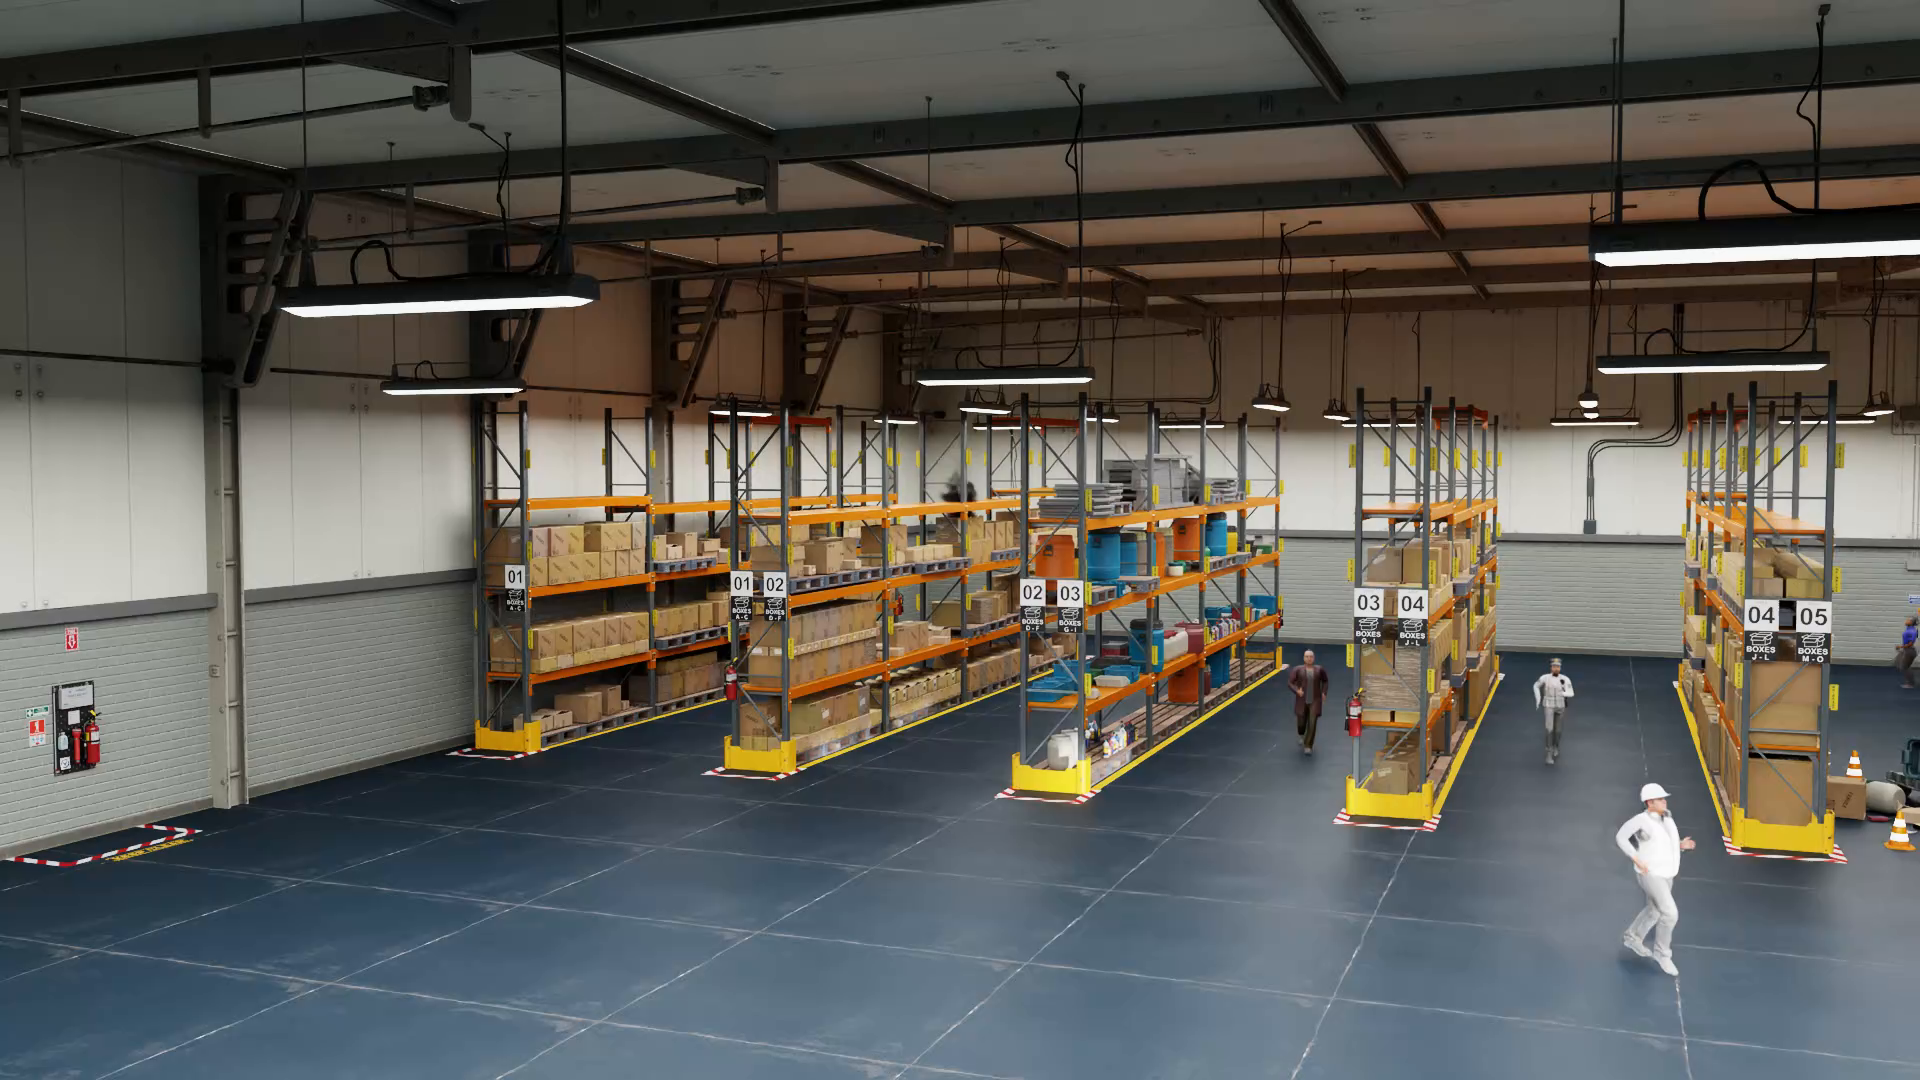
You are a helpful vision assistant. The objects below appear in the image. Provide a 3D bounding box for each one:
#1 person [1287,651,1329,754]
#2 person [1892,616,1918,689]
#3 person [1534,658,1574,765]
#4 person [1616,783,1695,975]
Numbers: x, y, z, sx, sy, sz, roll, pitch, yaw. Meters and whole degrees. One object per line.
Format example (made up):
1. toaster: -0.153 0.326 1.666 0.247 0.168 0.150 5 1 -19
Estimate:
1. person: 5.941 2.749 28.361 0.709 1.737 0.757 0 3 7
2. person: 20.628 2.449 36.214 0.505 1.595 0.620 1 3 19
3. person: 9.828 2.819 27.509 0.582 1.755 0.743 0 3 9
4. person: 6.863 3.318 16.393 0.639 1.831 0.731 -2 3 -37
